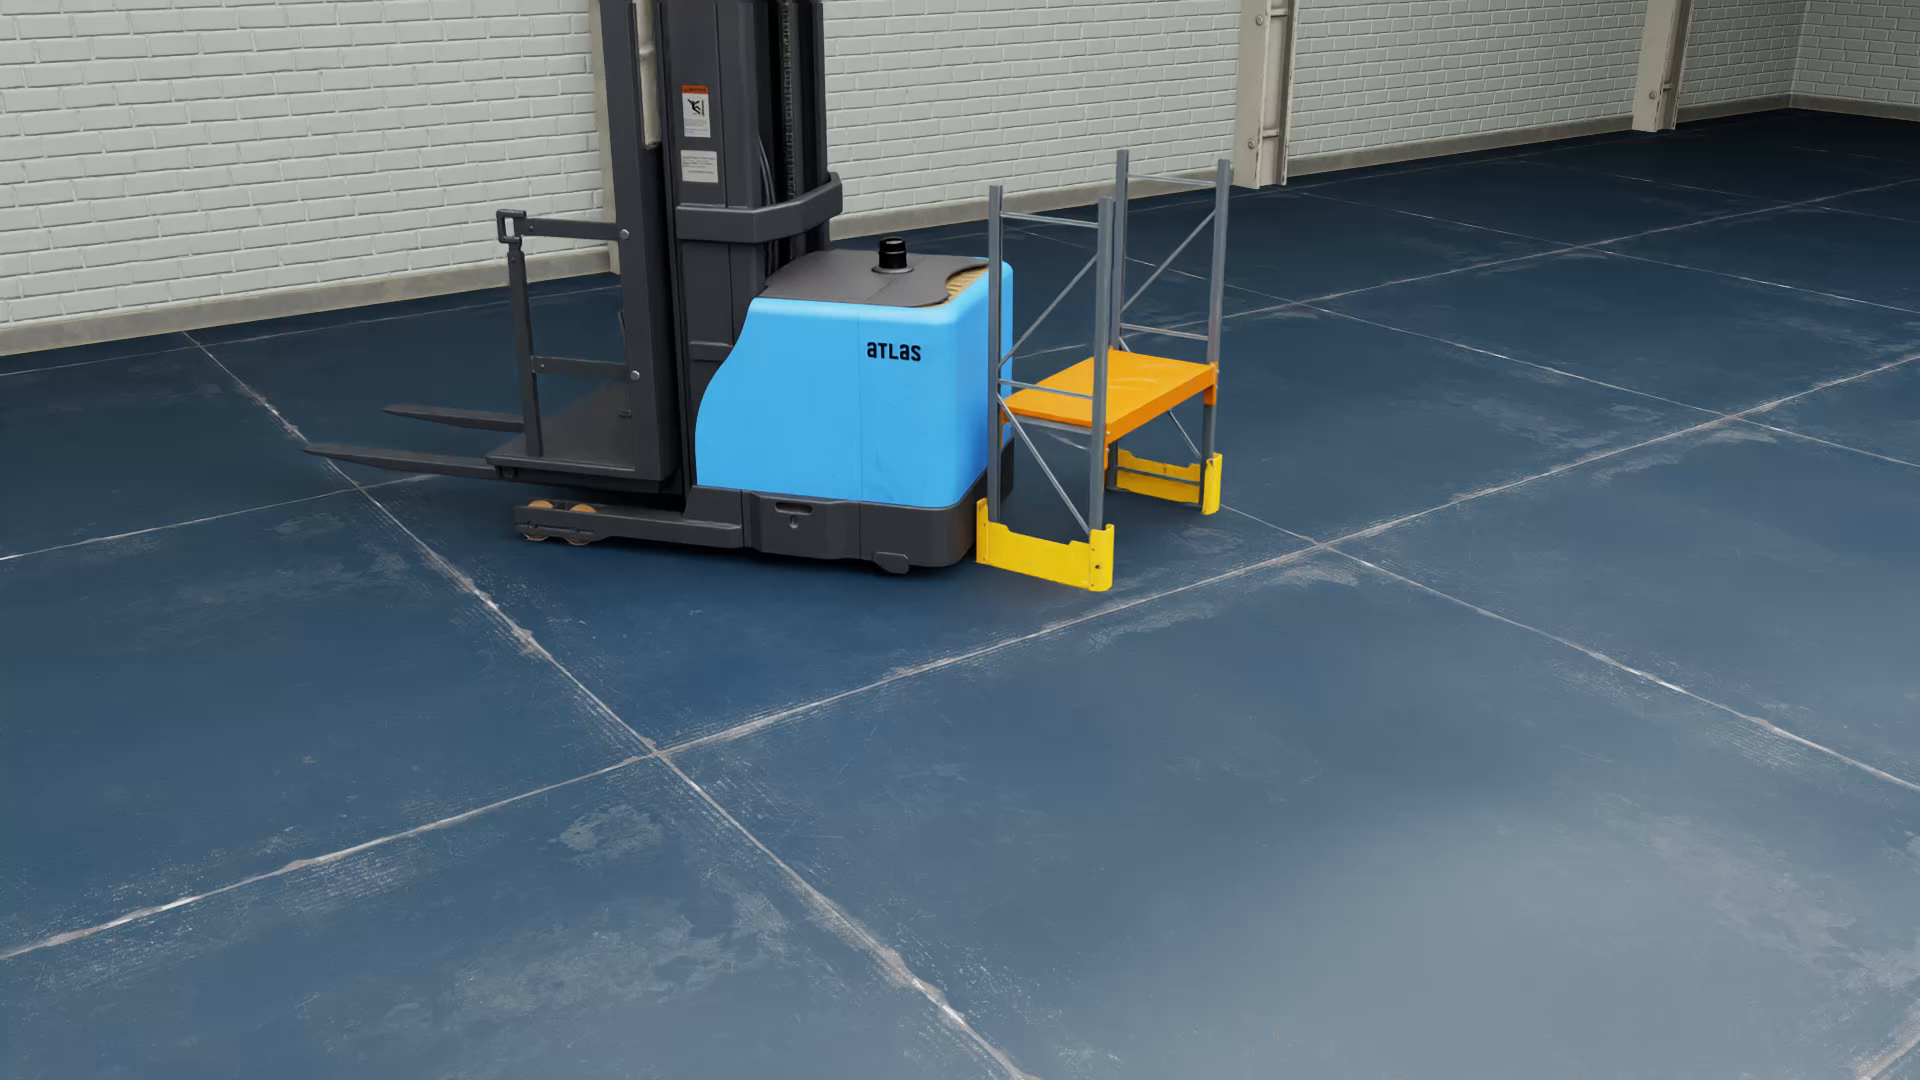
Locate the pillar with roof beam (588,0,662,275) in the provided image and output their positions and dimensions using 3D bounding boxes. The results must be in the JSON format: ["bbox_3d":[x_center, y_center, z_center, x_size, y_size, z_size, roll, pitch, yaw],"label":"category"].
[{"bbox_3d":[0.312,-4.764,6.693,0.400,9.000,9.100,-15,26,-33],"label":"pillar with roof beam"}]

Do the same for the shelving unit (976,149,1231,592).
[{"bbox_3d":[0.594,-0.721,6.679,0.587,1.500,1.083,13,25,30],"label":"shelving unit"}]

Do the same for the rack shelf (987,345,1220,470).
[{"bbox_3d":[0.598,-0.556,6.753,0.538,0.185,1.000,13,25,30],"label":"rack shelf"}]

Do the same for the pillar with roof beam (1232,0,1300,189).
[{"bbox_3d":[5.183,-6.063,9.948,0.400,9.000,9.100,-15,26,-33],"label":"pillar with roof beam"}]

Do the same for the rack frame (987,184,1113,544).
[{"bbox_3d":[0.325,-0.565,6.288,0.500,1.500,0.032,13,25,30],"label":"rack frame"}]

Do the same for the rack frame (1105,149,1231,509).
[{"bbox_3d":[0.871,-0.882,7.084,0.500,1.500,0.032,13,25,30],"label":"rack frame"}]

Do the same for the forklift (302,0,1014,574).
[{"bbox_3d":[-1.341,-1.518,6.745,3.031,2.935,1.130,6,23,15],"label":"forklift"}]

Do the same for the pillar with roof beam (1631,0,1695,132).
[{"bbox_3d":[10.053,-7.361,13.202,0.400,9.000,9.100,-15,26,-33],"label":"pillar with roof beam"}]

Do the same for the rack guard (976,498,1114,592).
[{"bbox_3d":[0.326,0.016,6.520,0.587,0.250,0.087,13,25,30],"label":"rack guard"}]

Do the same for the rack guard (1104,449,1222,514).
[{"bbox_3d":[0.861,-0.296,7.301,0.587,0.250,0.087,13,25,30],"label":"rack guard"}]
